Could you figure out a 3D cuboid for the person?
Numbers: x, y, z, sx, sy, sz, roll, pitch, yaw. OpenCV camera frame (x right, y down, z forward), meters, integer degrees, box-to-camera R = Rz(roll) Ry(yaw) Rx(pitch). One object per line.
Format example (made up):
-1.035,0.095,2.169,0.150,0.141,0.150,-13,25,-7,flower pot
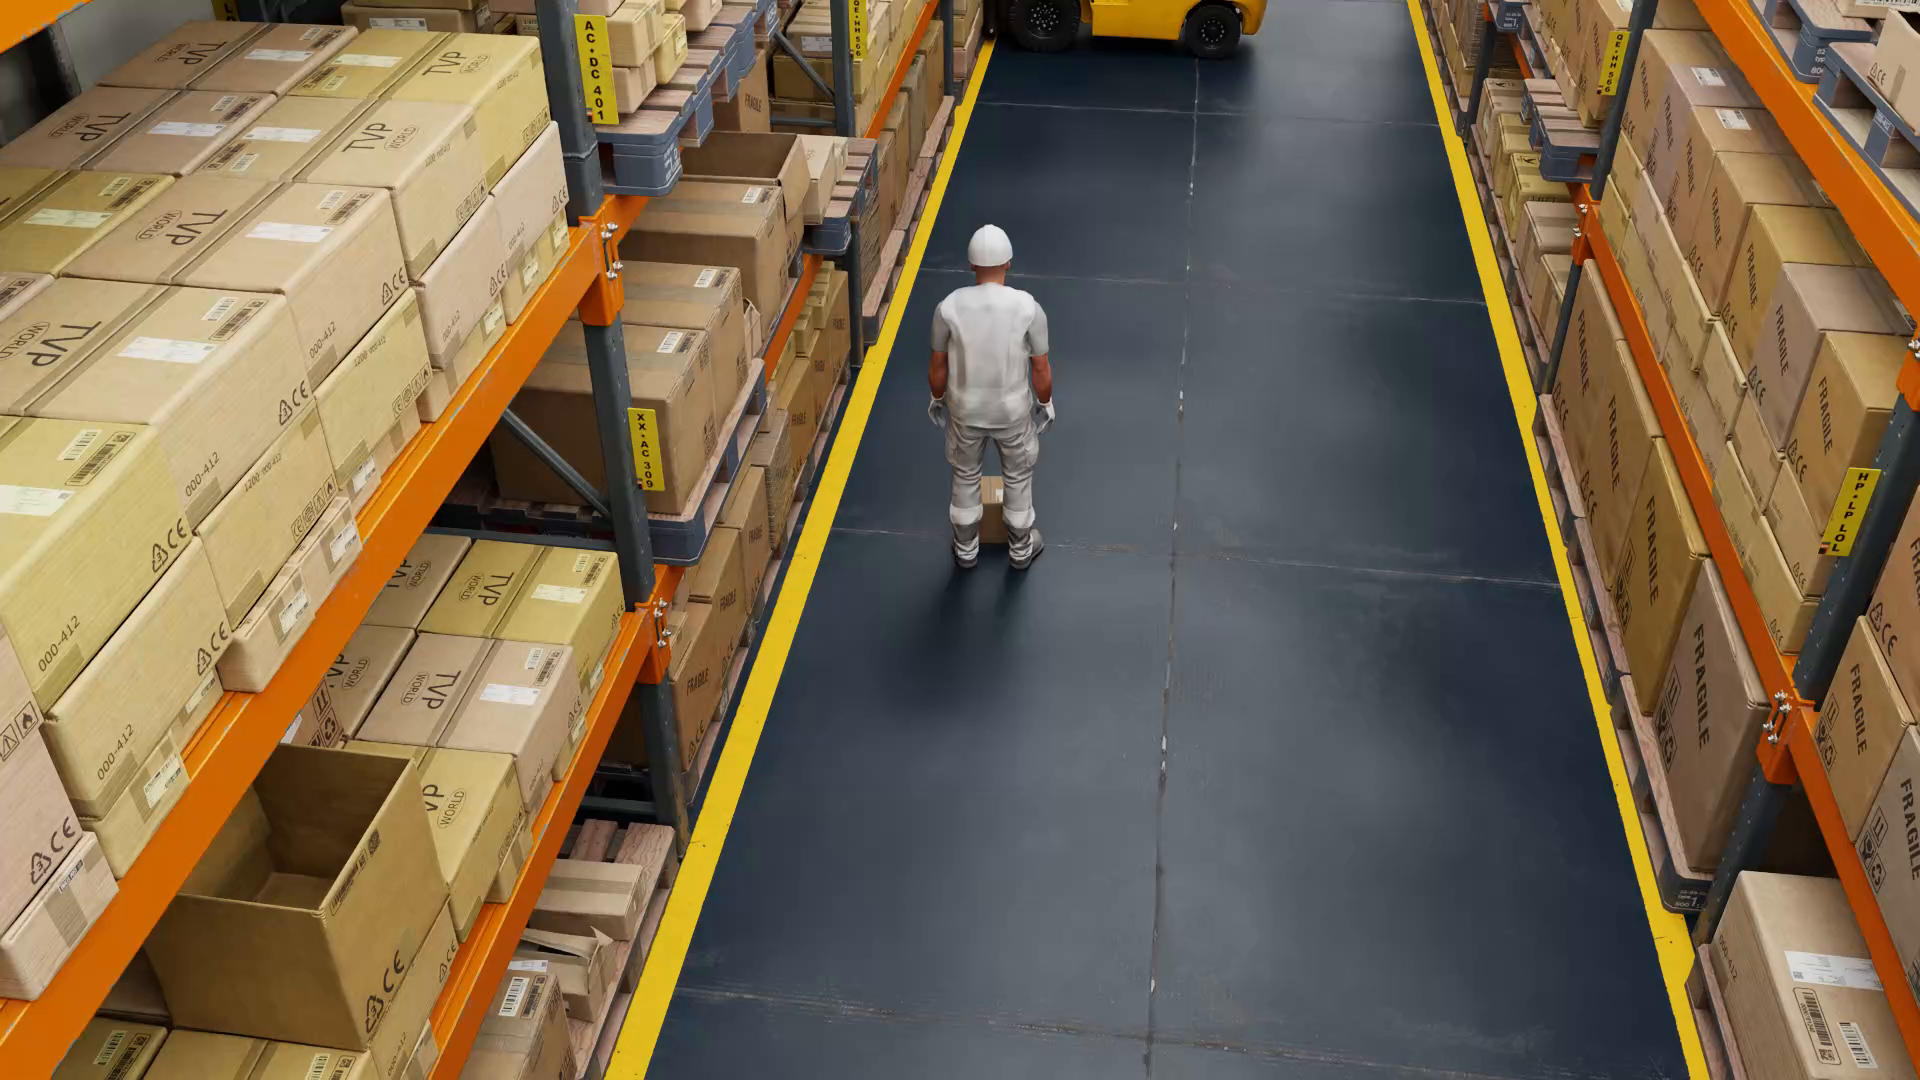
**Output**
0.149,-0.640,7.915,0.609,1.779,0.449,4,36,5,person
